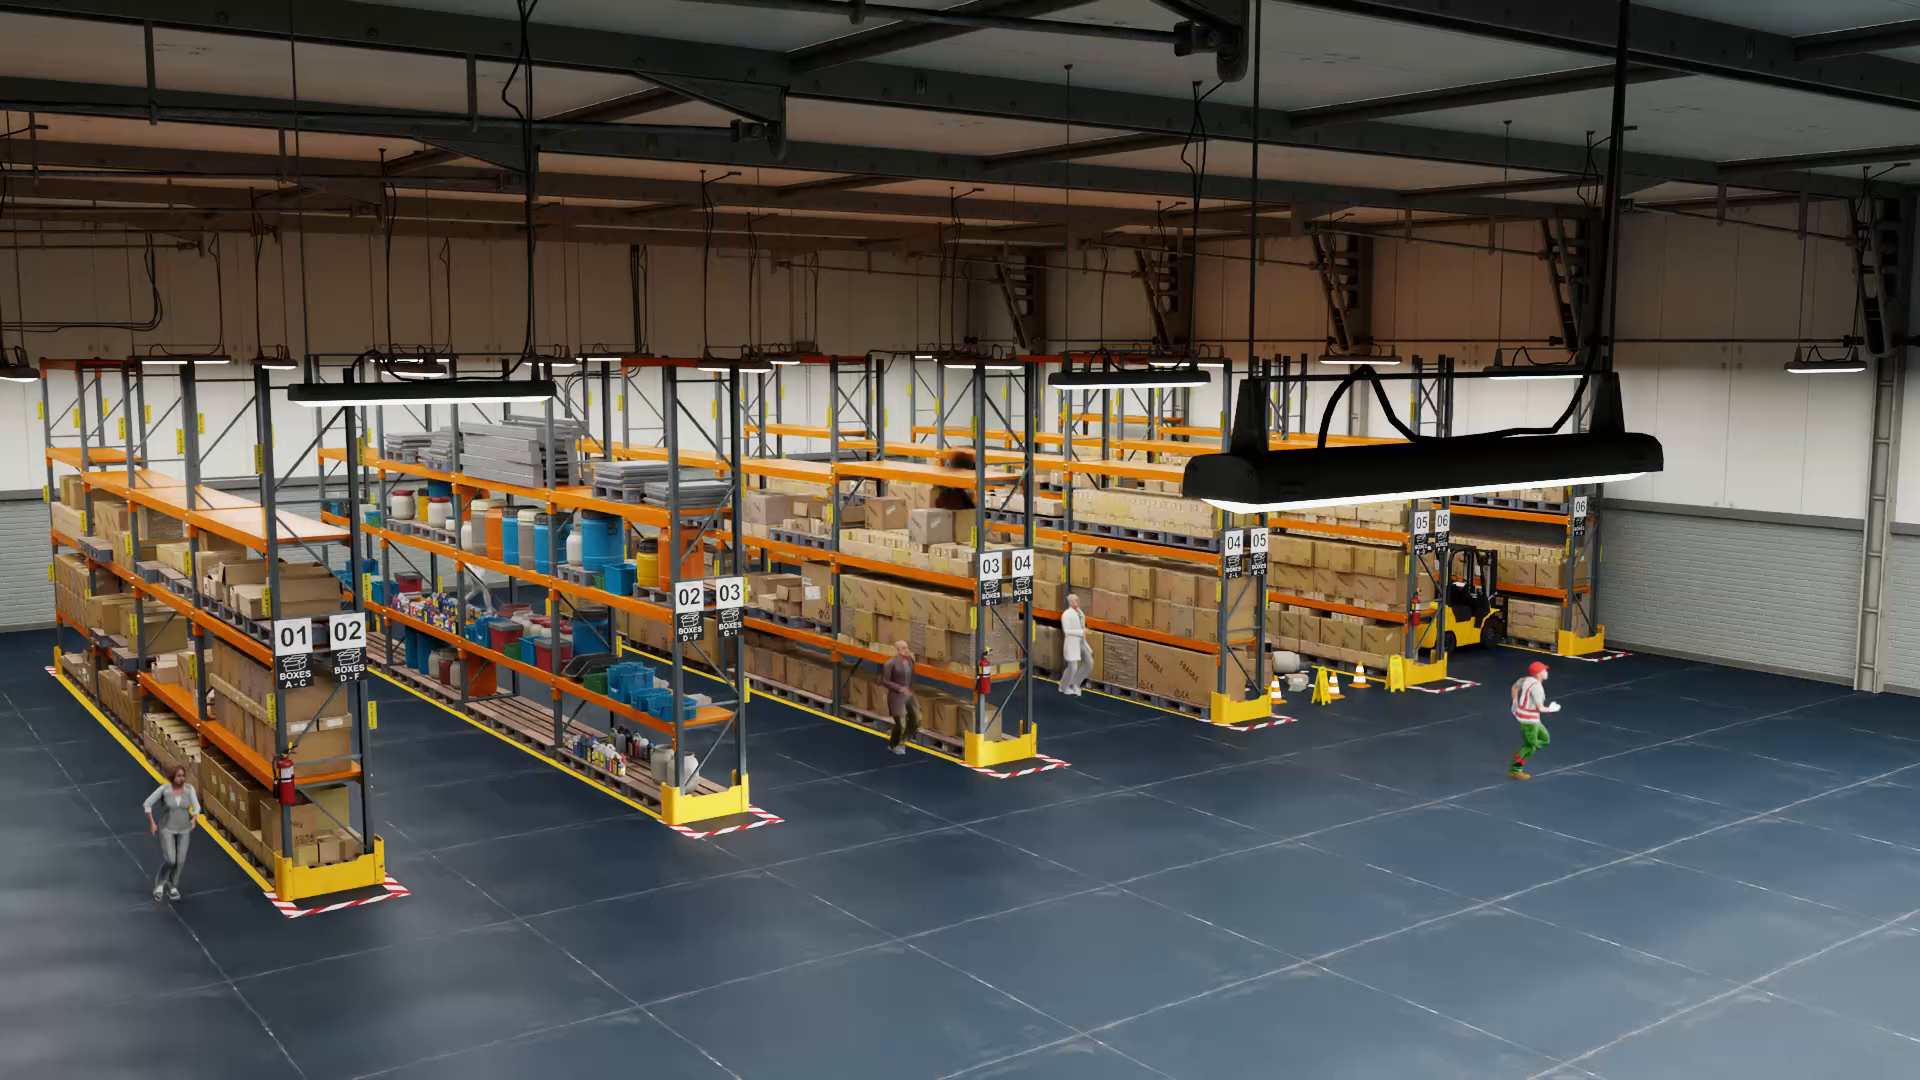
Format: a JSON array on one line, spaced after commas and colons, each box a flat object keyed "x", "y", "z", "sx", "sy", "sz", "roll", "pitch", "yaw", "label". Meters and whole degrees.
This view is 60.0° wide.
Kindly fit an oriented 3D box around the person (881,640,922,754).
[{"x": -0.831, "y": 2.308, "z": 24.291, "sx": 0.713, "sy": 1.709, "sz": 0.665, "roll": -6, "pitch": 9, "yaw": -42, "label": "person"}]

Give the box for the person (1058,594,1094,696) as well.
[{"x": 2.004, "y": 1.816, "z": 28.406, "sx": 0.714, "sy": 1.793, "sz": 0.706, "roll": 6, "pitch": 9, "yaw": 39, "label": "person"}]

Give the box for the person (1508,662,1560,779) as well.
[{"x": 8.281, "y": 2.594, "z": 23.958, "sx": 0.657, "sy": 1.728, "sz": 0.707, "roll": 1, "pitch": 7, "yaw": 7, "label": "person"}]

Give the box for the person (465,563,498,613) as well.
[{"x": -11.081, "y": 0.878, "z": 38.283, "sx": 0.886, "sy": 1.697, "sz": 0.602, "roll": -3, "pitch": 7, "yaw": -21, "label": "person"}]

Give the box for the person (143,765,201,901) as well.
[{"x": -8.854, "y": 3.309, "z": 18.777, "sx": 0.553, "sy": 1.563, "sz": 0.613, "roll": -6, "pitch": 9, "yaw": -42, "label": "person"}]
